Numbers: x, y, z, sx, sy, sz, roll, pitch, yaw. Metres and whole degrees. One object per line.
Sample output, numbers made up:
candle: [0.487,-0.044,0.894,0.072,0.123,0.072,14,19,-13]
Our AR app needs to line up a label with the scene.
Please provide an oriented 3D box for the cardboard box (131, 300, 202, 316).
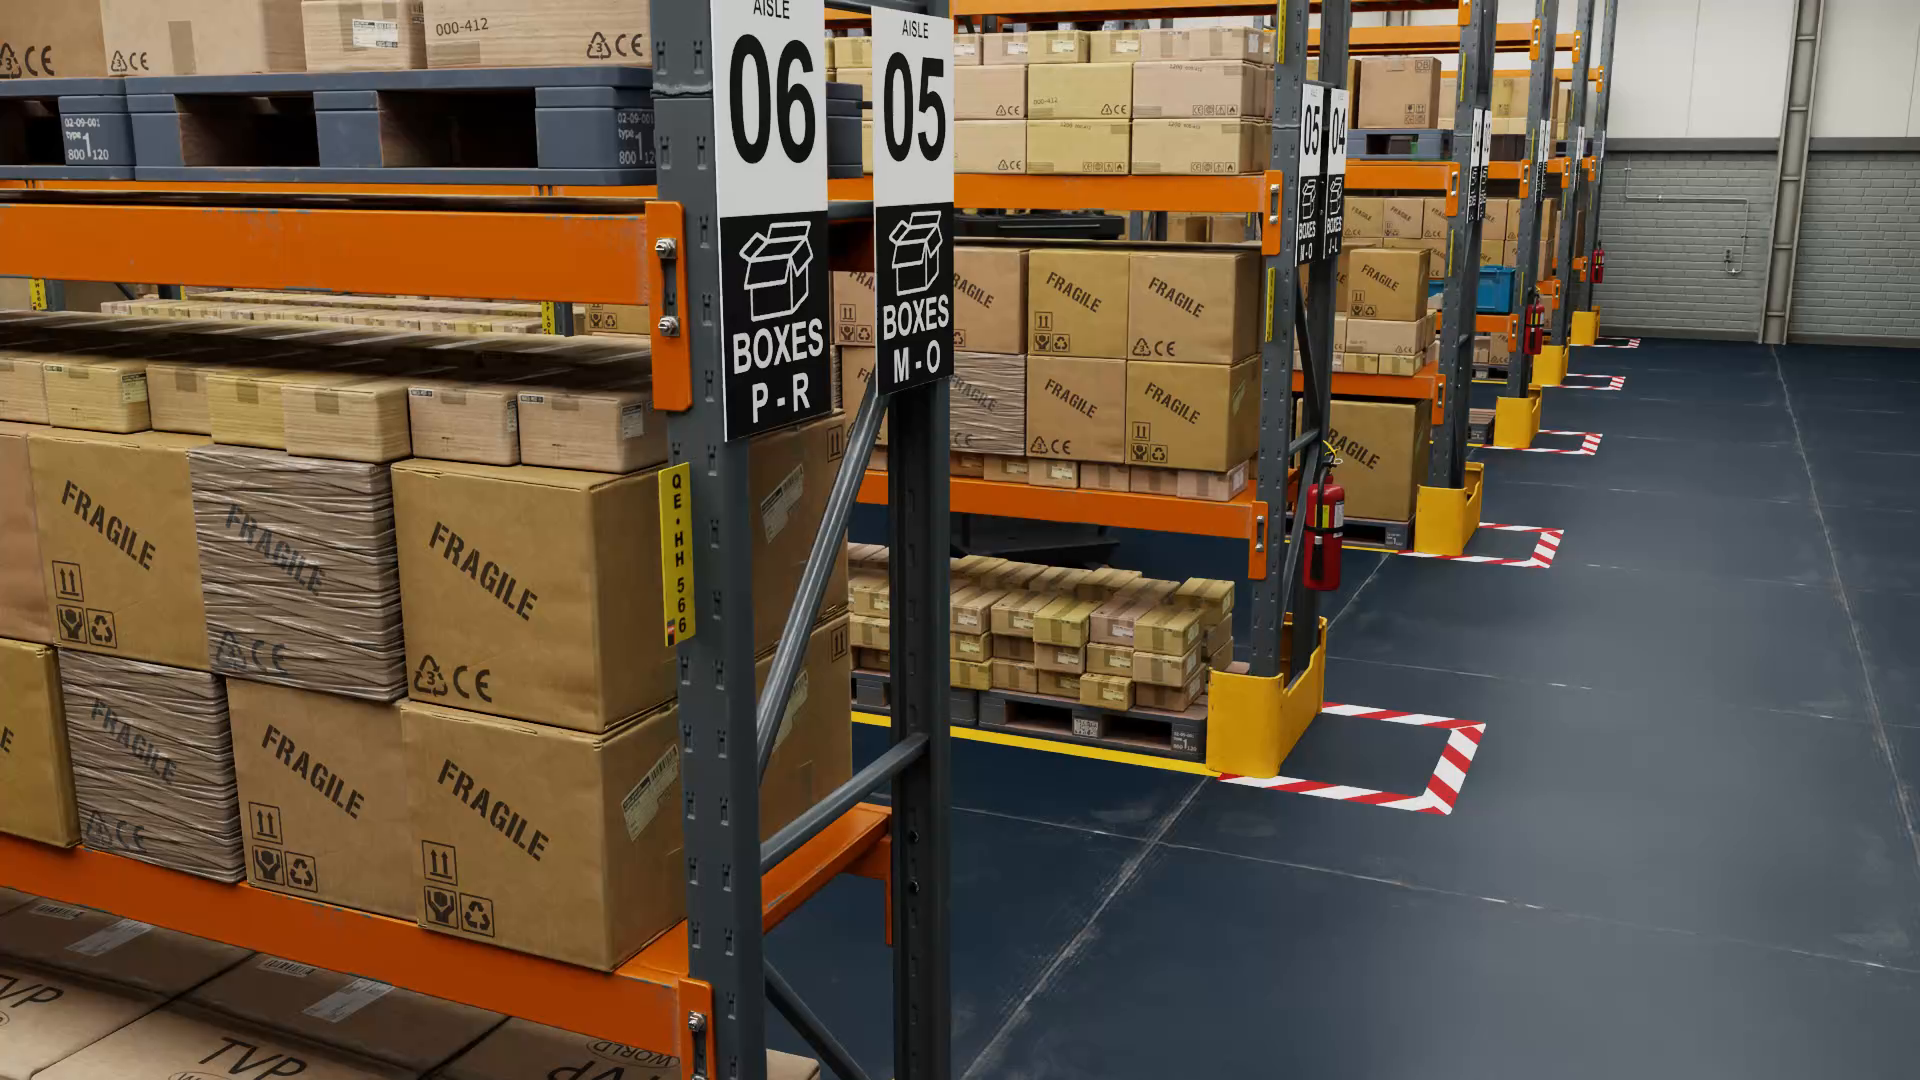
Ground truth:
cardboard box: [-5.090,-1.454,10.714,0.250,0.149,0.380,5,14,22]

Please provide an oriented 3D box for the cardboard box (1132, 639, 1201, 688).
cardboard box: [1.035,0.600,8.303,0.250,0.149,0.380,5,14,22]

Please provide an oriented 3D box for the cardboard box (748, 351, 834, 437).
cardboard box: [-0.491,-0.348,3.846,0.250,0.149,0.380,6,15,24]

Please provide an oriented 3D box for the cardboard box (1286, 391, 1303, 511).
cardboard box: [2.285,-0.773,13.215,0.875,0.875,0.875,6,14,23]

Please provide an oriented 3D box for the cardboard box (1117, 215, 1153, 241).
cardboard box: [2.453,-4.319,23.456,0.500,0.500,0.700,2,13,9]

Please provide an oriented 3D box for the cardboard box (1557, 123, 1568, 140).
cardboard box: [8.977,-6.233,25.375,0.500,0.250,0.500,6,15,25]

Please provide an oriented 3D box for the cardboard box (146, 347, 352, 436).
cardboard box: [-1.624,-0.345,3.830,0.250,0.149,0.380,6,14,23]

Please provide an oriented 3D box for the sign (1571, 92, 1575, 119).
sign: [7.508,-5.322,20.367,0.005,0.325,0.100,6,14,23]

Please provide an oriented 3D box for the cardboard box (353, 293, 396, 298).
cardboard box: [-5.614,-2.700,16.551,0.637,0.503,0.797,7,15,29]

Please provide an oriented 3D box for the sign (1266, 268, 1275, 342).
sign: [1.391,-1.053,7.451,0.005,0.325,0.100,6,14,23]

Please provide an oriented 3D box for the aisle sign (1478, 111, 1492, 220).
aisle sign: [3.922,-2.798,12.422,0.004,0.787,0.394,6,14,23]

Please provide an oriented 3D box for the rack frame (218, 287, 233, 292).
rack frame: [-7.237,-2.587,17.212,0.127,3.000,1.000,6,14,23]

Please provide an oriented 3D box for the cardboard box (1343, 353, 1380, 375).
cardboard box: [3.038,-1.342,12.457,0.250,0.149,0.380,6,14,24]

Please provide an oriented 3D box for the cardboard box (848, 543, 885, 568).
cardboard box: [-0.622,0.136,9.630,0.250,0.149,0.380,5,14,21]

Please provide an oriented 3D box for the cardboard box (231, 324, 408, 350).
cardboard box: [-1.672,-0.471,4.371,0.250,0.149,0.380,6,14,24]

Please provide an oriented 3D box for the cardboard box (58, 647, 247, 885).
cardboard box: [-1.754,0.460,4.008,0.500,0.500,0.500,6,15,25]

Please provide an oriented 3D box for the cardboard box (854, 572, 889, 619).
cardboard box: [-0.374,0.299,8.933,0.250,0.149,0.380,6,14,24]

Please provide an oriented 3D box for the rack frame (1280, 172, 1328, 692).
rack frame: [1.635,-0.450,8.108,0.053,2.616,0.949,6,14,23]

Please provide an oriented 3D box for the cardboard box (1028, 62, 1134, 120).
cardboard box: [0.641,-2.117,7.878,0.500,0.250,0.500,5,14,22]

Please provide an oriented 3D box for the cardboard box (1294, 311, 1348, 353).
cardboard box: [2.721,-1.585,12.619,0.500,0.250,0.500,6,14,22]

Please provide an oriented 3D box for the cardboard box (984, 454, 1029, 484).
cardboard box: [0.302,-0.399,8.438,0.250,0.149,0.380,5,14,21]

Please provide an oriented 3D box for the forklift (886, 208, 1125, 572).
forklift: [0.412,-1.130,11.153,1.130,2.935,3.031,-5,14,-19]

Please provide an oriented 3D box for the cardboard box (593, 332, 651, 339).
cardboard box: [-1.673,-0.915,9.217,0.500,0.500,0.500,5,14,22]

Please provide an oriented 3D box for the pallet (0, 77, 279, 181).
pallet: [-2.081,-1.003,4.090,1.213,0.211,1.003,6,14,23]

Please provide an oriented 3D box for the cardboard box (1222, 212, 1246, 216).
cardboard box: [4.646,-5.237,27.593,0.500,0.500,0.500,6,14,23]

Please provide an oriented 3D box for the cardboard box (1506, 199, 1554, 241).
cardboard box: [7.233,-4.064,21.102,0.500,0.500,0.500,6,14,23]

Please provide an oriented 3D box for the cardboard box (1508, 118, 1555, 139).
cardboard box: [7.178,-5.170,20.890,0.500,0.250,0.500,6,14,23]

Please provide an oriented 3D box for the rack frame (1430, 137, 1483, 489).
rack frame: [3.735,-1.476,12.480,0.127,3.000,1.000,6,14,23]

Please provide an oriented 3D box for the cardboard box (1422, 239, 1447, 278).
cardboard box: [6.301,-3.673,21.623,0.500,0.500,0.500,6,14,24]

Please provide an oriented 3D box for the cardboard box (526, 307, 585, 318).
cardboard box: [-2.455,-1.349,10.264,0.250,0.149,0.380,6,15,25]

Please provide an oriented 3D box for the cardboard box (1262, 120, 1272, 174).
cardboard box: [1.327,-1.932,8.184,0.500,0.250,0.500,6,15,25]

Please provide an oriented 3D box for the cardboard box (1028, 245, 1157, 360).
cardboard box: [0.651,-1.167,8.104,0.500,0.500,0.500,5,14,21]

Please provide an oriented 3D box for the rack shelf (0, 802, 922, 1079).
rack shelf: [-2.108,0.759,4.530,4.000,0.370,1.077,6,14,23]

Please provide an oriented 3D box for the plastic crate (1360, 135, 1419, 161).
plastic crate: [4.456,-4.140,17.401,0.767,0.338,0.504,6,14,23]

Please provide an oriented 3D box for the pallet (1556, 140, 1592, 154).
pallet: [9.071,-6.064,25.658,1.213,0.211,1.003,6,14,23]

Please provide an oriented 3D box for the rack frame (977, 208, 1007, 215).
rack frame: [0.437,-4.285,24.451,0.127,3.000,1.000,6,14,23]

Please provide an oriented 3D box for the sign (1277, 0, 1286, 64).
sign: [1.391,-2.227,7.175,0.005,0.325,0.100,6,14,23]

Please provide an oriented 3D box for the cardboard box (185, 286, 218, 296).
cardboard box: [-7.623,-2.835,17.399,0.500,0.500,0.875,6,14,23]

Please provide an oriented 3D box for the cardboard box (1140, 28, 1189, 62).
cardboard box: [1.016,-2.283,7.712,0.250,0.149,0.380,6,14,24]

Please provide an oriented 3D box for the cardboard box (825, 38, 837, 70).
cardboard box: [-0.673,-2.435,8.363,0.250,0.149,0.380,7,15,26]

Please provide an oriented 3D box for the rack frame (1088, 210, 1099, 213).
rack frame: [2.440,-5.320,28.862,0.127,3.000,1.000,6,14,23]

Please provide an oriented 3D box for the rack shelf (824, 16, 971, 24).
rack shelf: [1.268,-6.965,20.687,3.809,1.986,15.735,6,14,23]

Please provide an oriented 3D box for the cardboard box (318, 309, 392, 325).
cardboard box: [-3.661,-1.309,10.094,0.250,0.149,0.380,5,14,21]

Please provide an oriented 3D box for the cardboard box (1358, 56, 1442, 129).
cardboard box: [3.238,-3.275,12.224,0.500,0.500,0.700,5,14,20]

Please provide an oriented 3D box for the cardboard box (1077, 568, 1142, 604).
cardboard box: [0.813,0.274,9.039,0.250,0.149,0.380,6,14,23]

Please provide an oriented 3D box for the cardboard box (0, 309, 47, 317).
cardboard box: [-2.866,-0.574,4.807,0.250,0.149,0.380,6,14,23]

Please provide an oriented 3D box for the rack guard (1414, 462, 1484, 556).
rack guard: [3.757,-0.257,12.756,0.348,0.500,1.175,6,14,23]

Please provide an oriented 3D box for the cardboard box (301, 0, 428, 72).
cardboard box: [-1.143,-1.043,3.477,0.250,0.149,0.380,5,14,19]

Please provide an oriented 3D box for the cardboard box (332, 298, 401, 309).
cardboard box: [-3.866,-1.492,10.875,0.250,0.149,0.380,7,15,26]

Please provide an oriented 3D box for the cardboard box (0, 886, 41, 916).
cardboard box: [-3.406,1.347,5.138,0.875,0.438,0.875,6,14,22]

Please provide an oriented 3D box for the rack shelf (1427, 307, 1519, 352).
rack shelf: [3.913,-2.346,17.760,4.000,0.370,1.077,6,14,23]

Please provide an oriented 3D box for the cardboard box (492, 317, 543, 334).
cardboard box: [-2.470,-1.188,9.580,0.250,0.149,0.380,7,15,26]
